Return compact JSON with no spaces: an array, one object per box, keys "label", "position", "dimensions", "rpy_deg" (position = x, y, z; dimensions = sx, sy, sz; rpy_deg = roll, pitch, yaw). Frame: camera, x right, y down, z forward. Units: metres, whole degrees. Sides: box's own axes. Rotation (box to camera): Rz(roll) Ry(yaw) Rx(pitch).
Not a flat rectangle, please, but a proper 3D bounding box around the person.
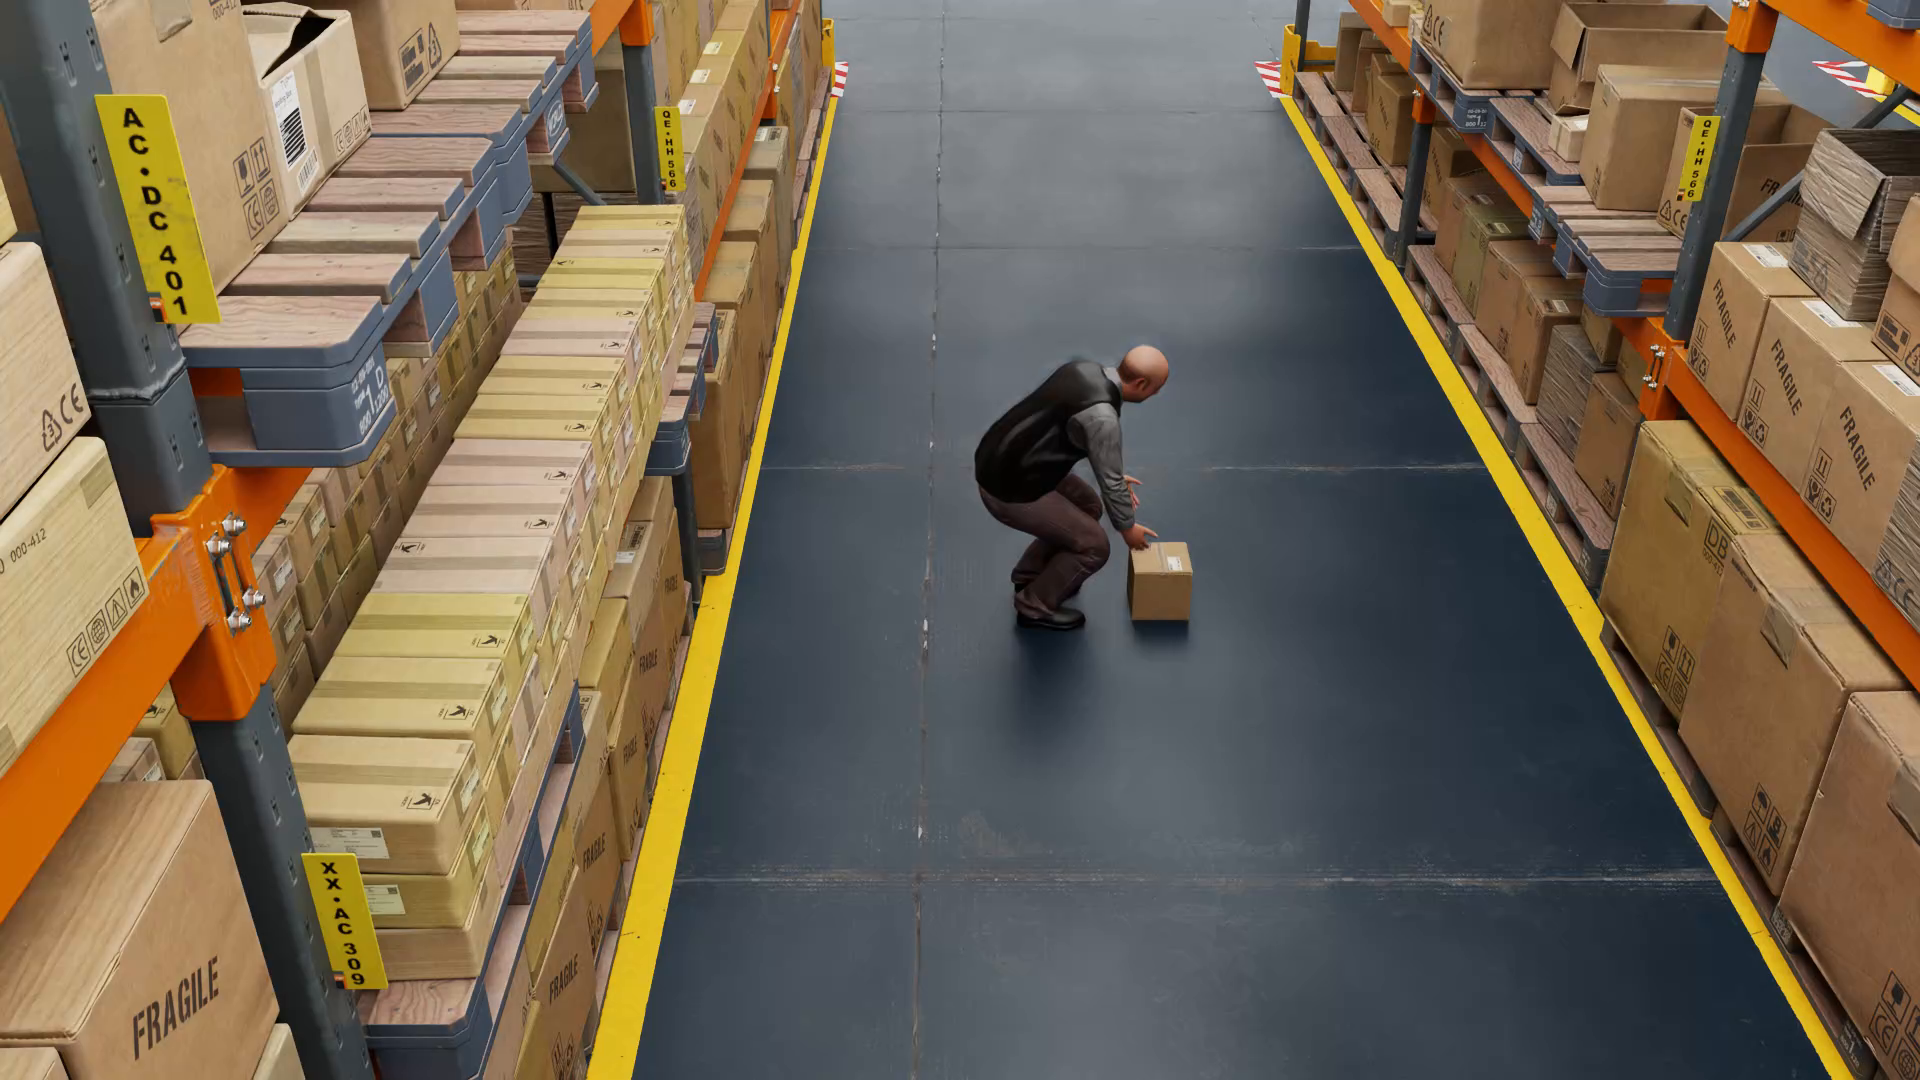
[{"label":"person","position":[0.458,-0.253,7.054],"dimensions":[0.795,1.226,0.582],"rpy_deg":[0,31,0]}]
